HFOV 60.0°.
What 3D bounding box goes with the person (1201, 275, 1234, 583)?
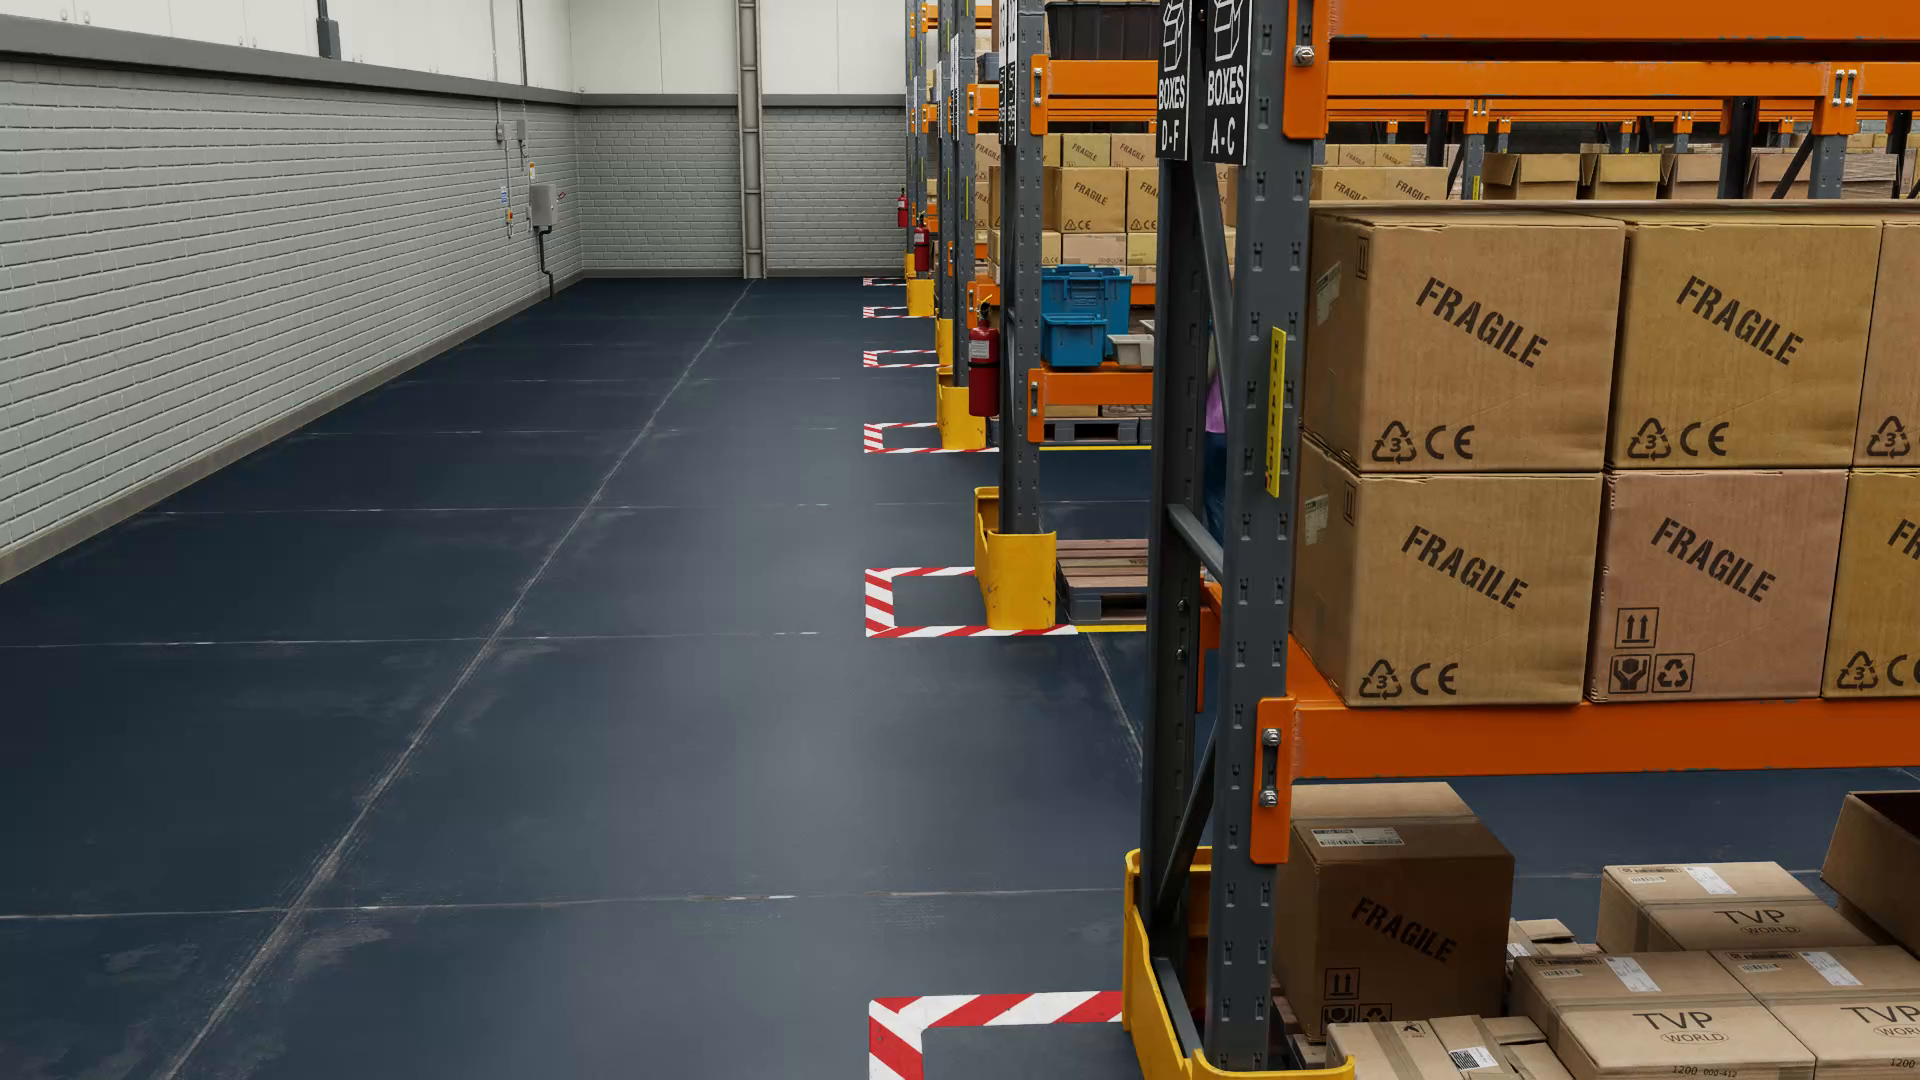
[{"bbox_3d":[1.336,-0.560,8.417,0.425,1.596,0.490,-8,16,-30],"label":"person"}]
